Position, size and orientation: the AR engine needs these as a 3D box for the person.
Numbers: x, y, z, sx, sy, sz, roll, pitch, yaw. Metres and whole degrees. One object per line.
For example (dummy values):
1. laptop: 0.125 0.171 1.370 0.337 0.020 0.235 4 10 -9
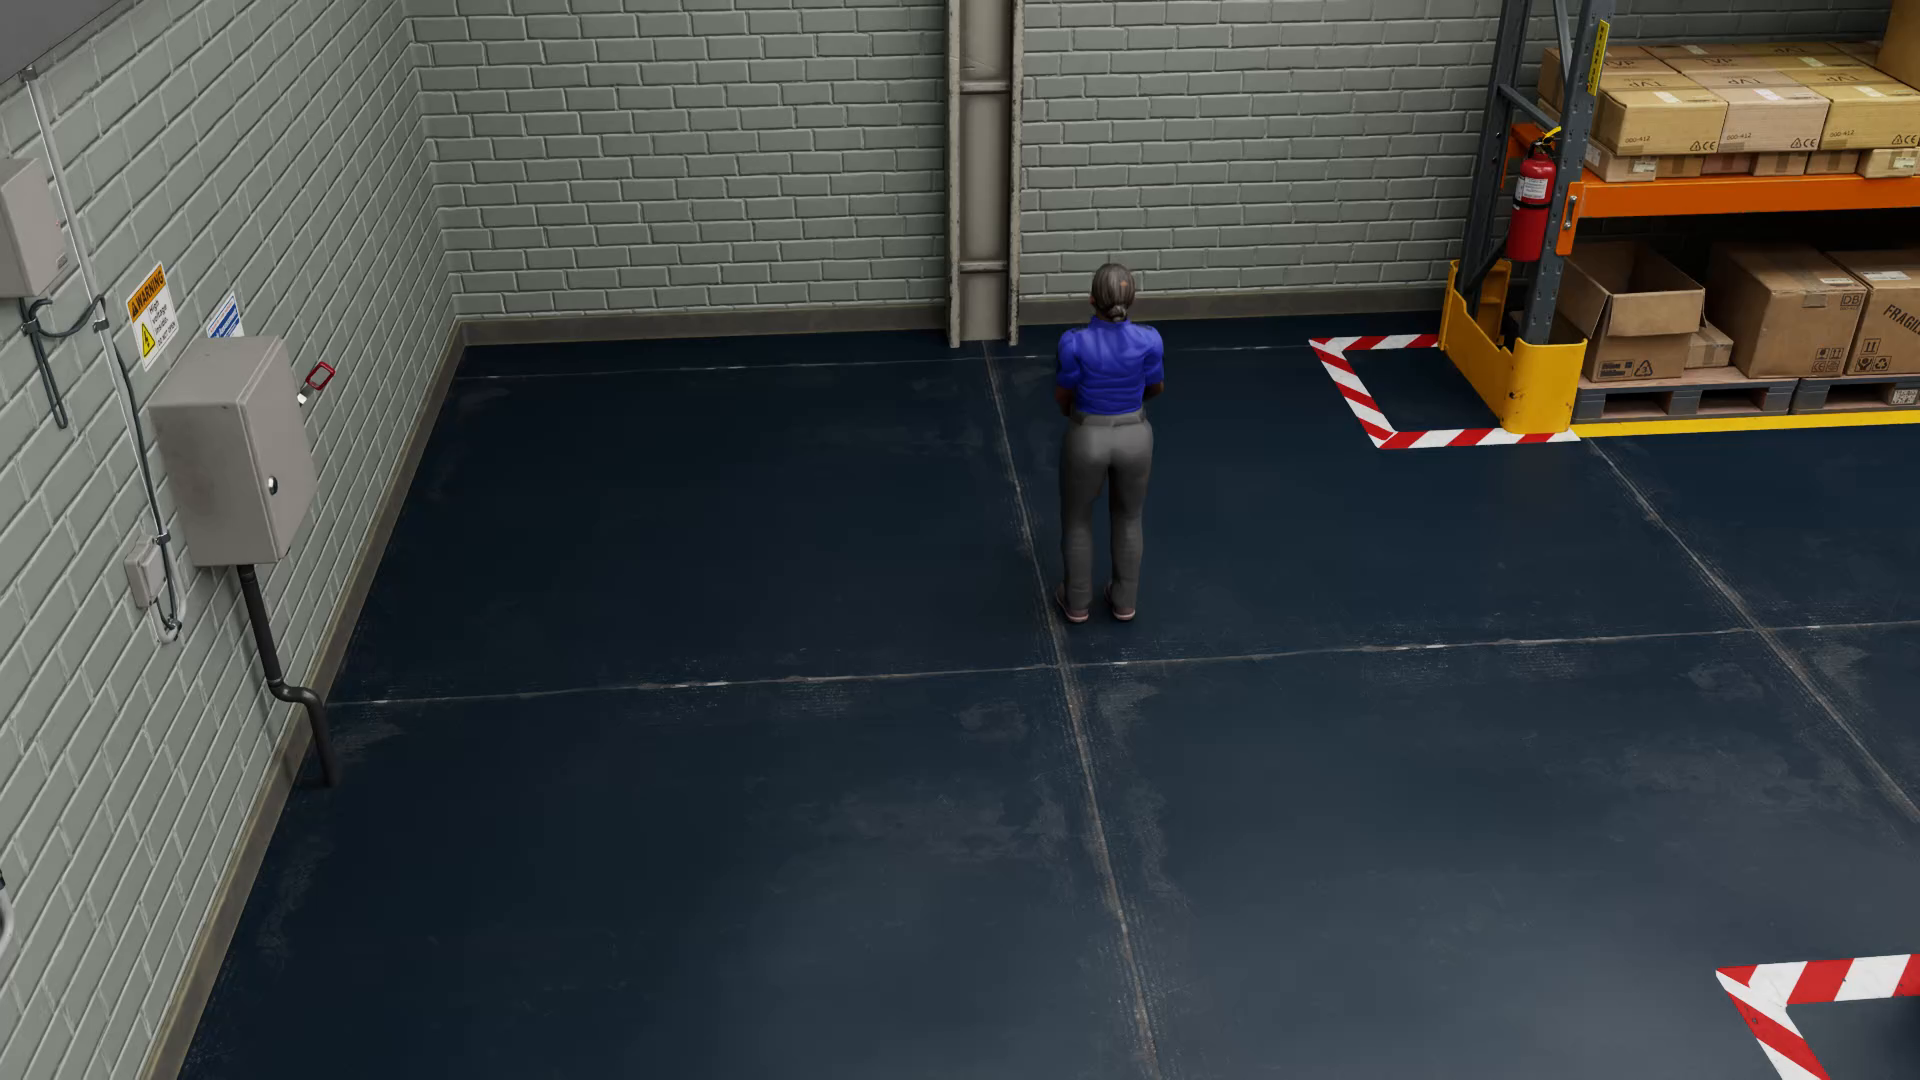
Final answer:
1. person: 0.590 -0.411 6.825 0.450 1.647 0.518 -2 31 -4
